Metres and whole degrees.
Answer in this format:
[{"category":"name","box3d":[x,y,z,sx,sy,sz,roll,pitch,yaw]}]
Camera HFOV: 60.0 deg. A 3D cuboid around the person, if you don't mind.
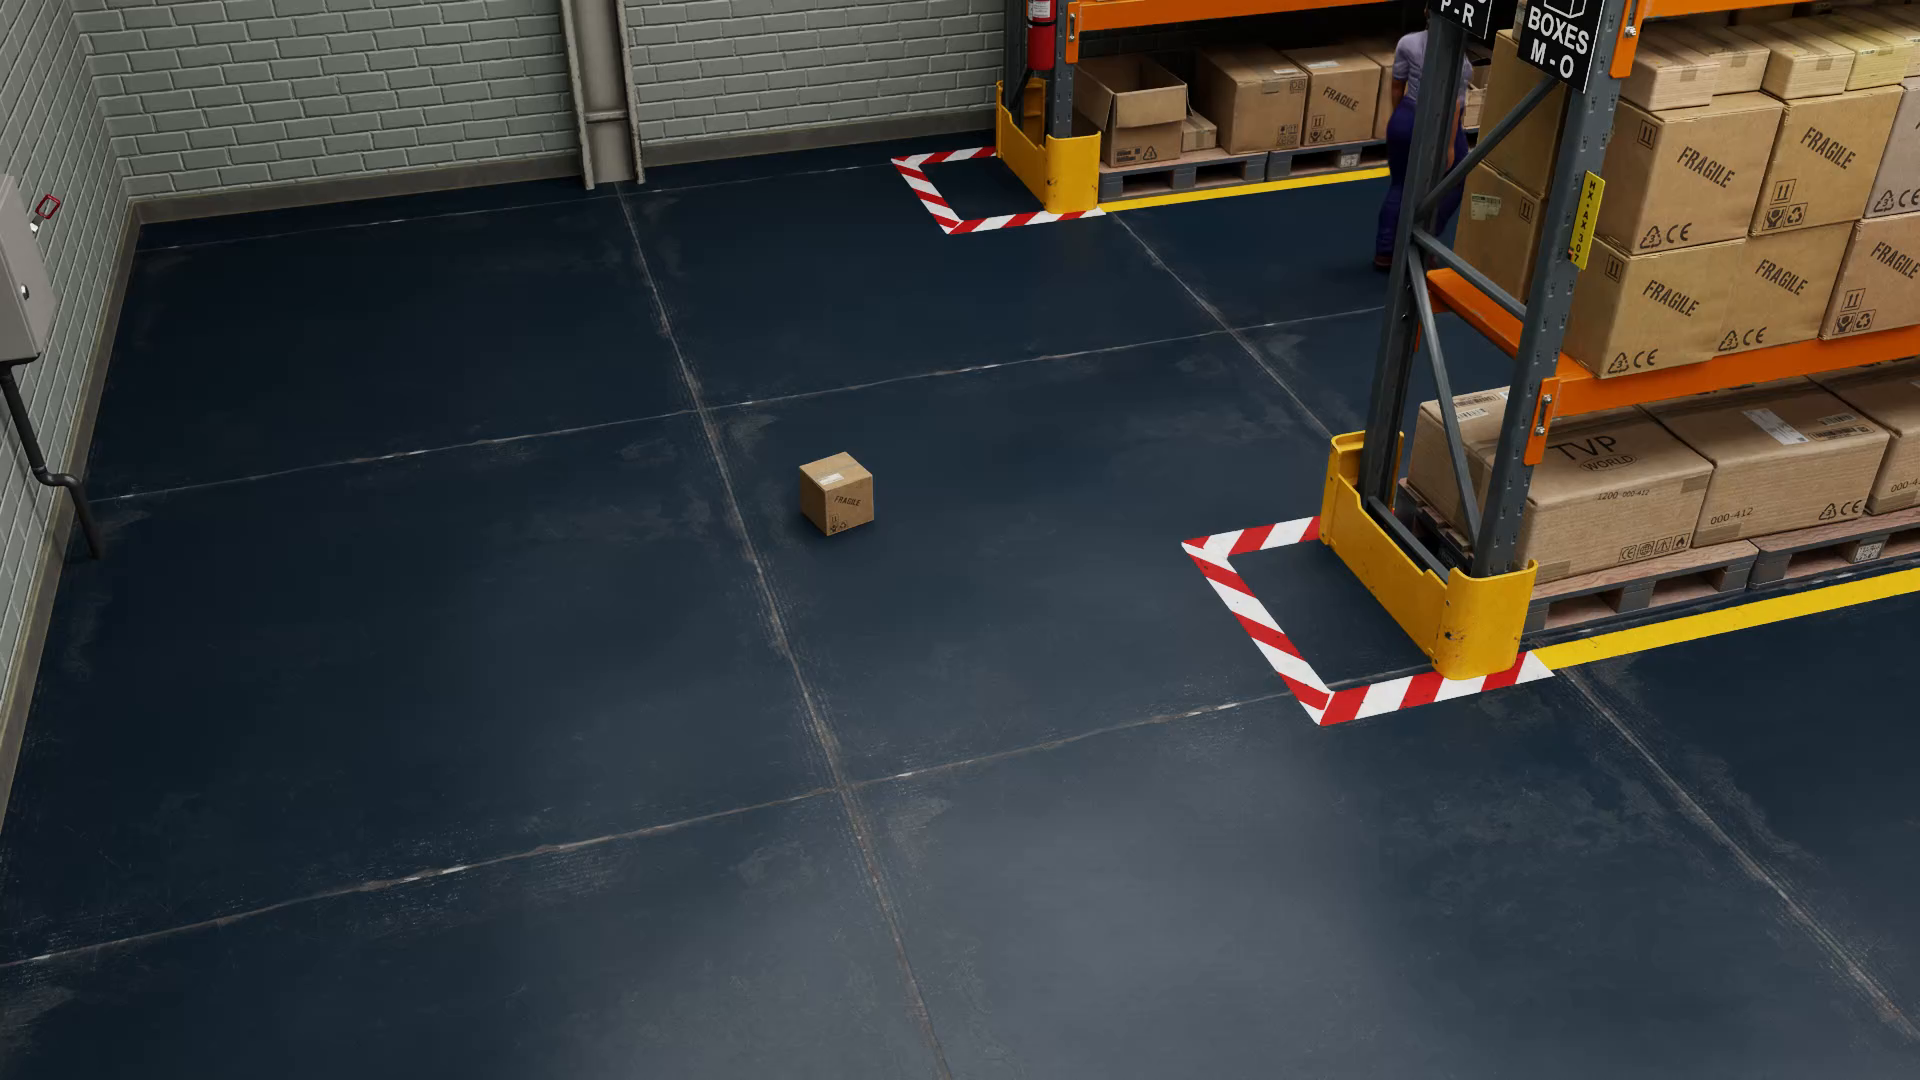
[{"category":"person","box3d":[2.712,-2.345,9.616,0.470,1.683,0.506,-27,43,-34]}]
